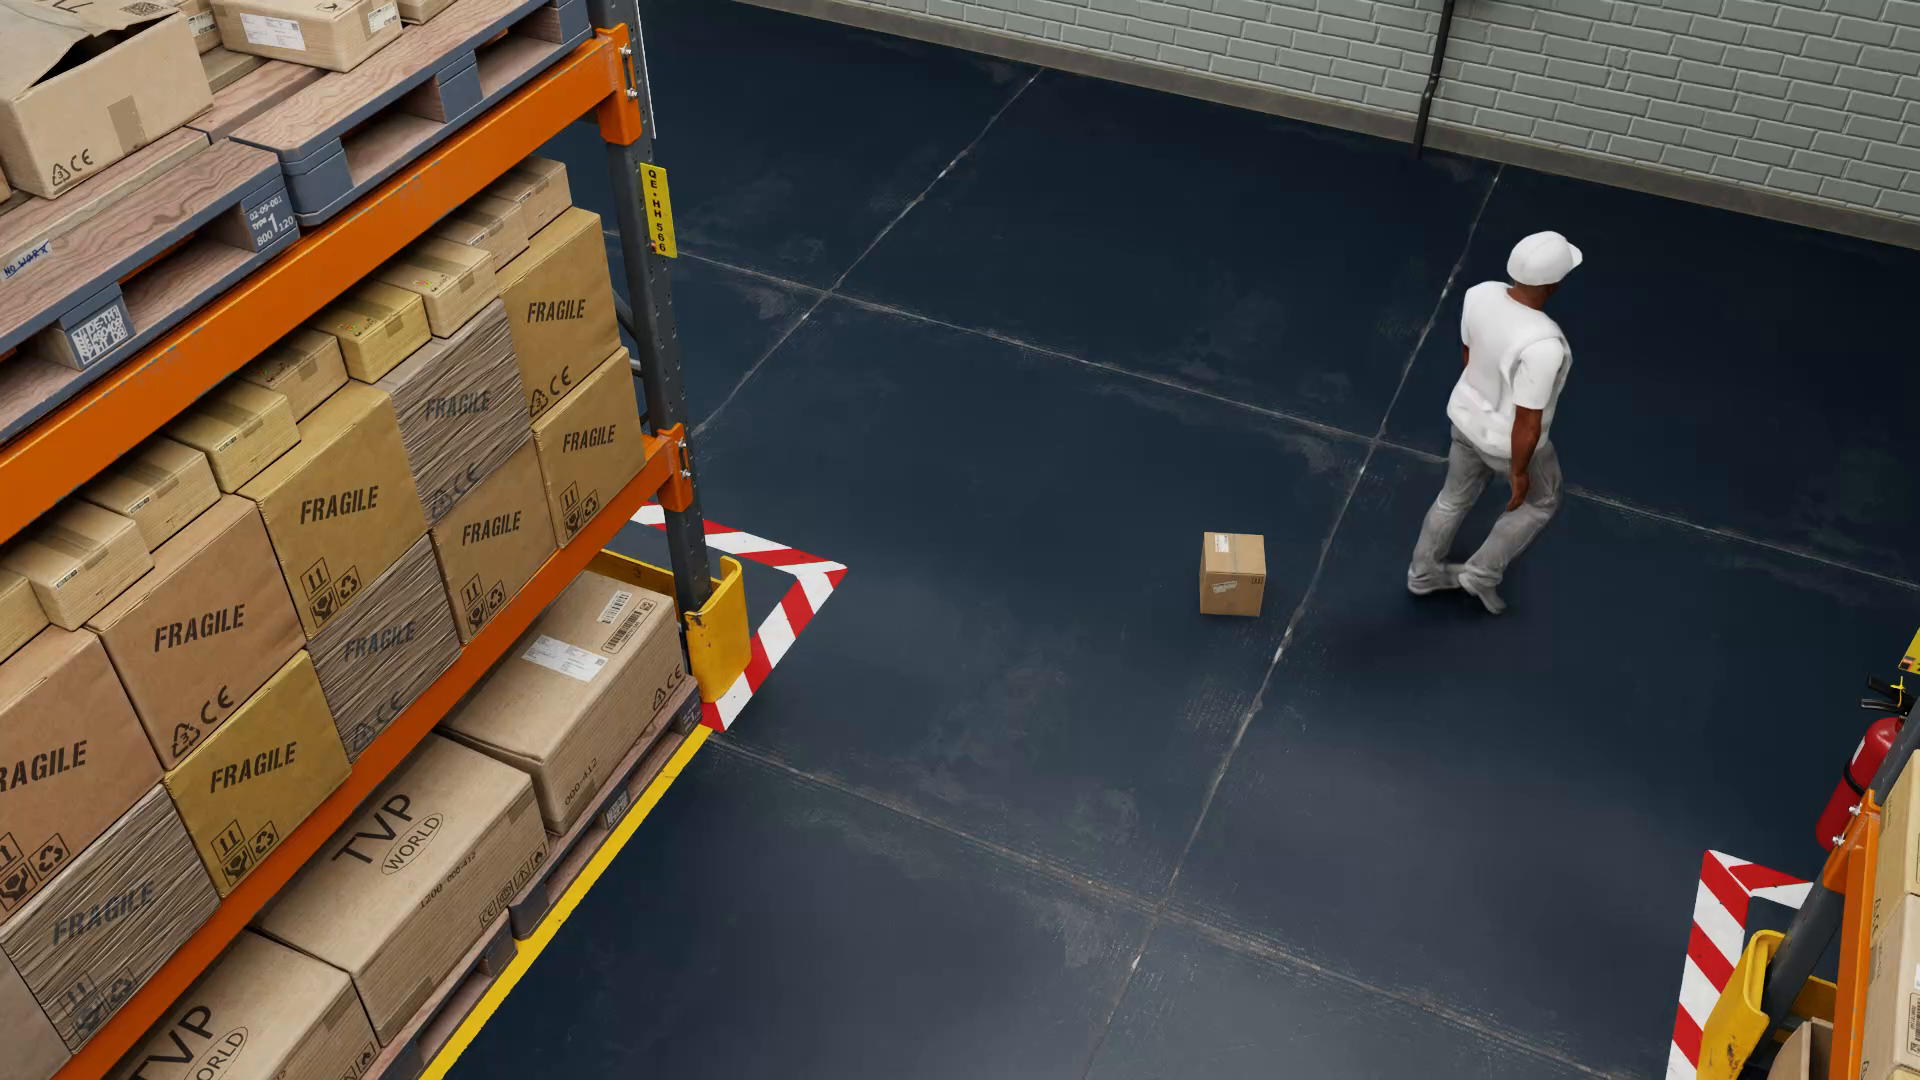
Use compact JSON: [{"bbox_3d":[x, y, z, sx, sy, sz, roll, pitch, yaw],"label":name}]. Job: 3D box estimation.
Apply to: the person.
[{"bbox_3d":[2.171,-0.435,6.623,0.509,1.810,0.617,-15,44,-17],"label":"person"}]
